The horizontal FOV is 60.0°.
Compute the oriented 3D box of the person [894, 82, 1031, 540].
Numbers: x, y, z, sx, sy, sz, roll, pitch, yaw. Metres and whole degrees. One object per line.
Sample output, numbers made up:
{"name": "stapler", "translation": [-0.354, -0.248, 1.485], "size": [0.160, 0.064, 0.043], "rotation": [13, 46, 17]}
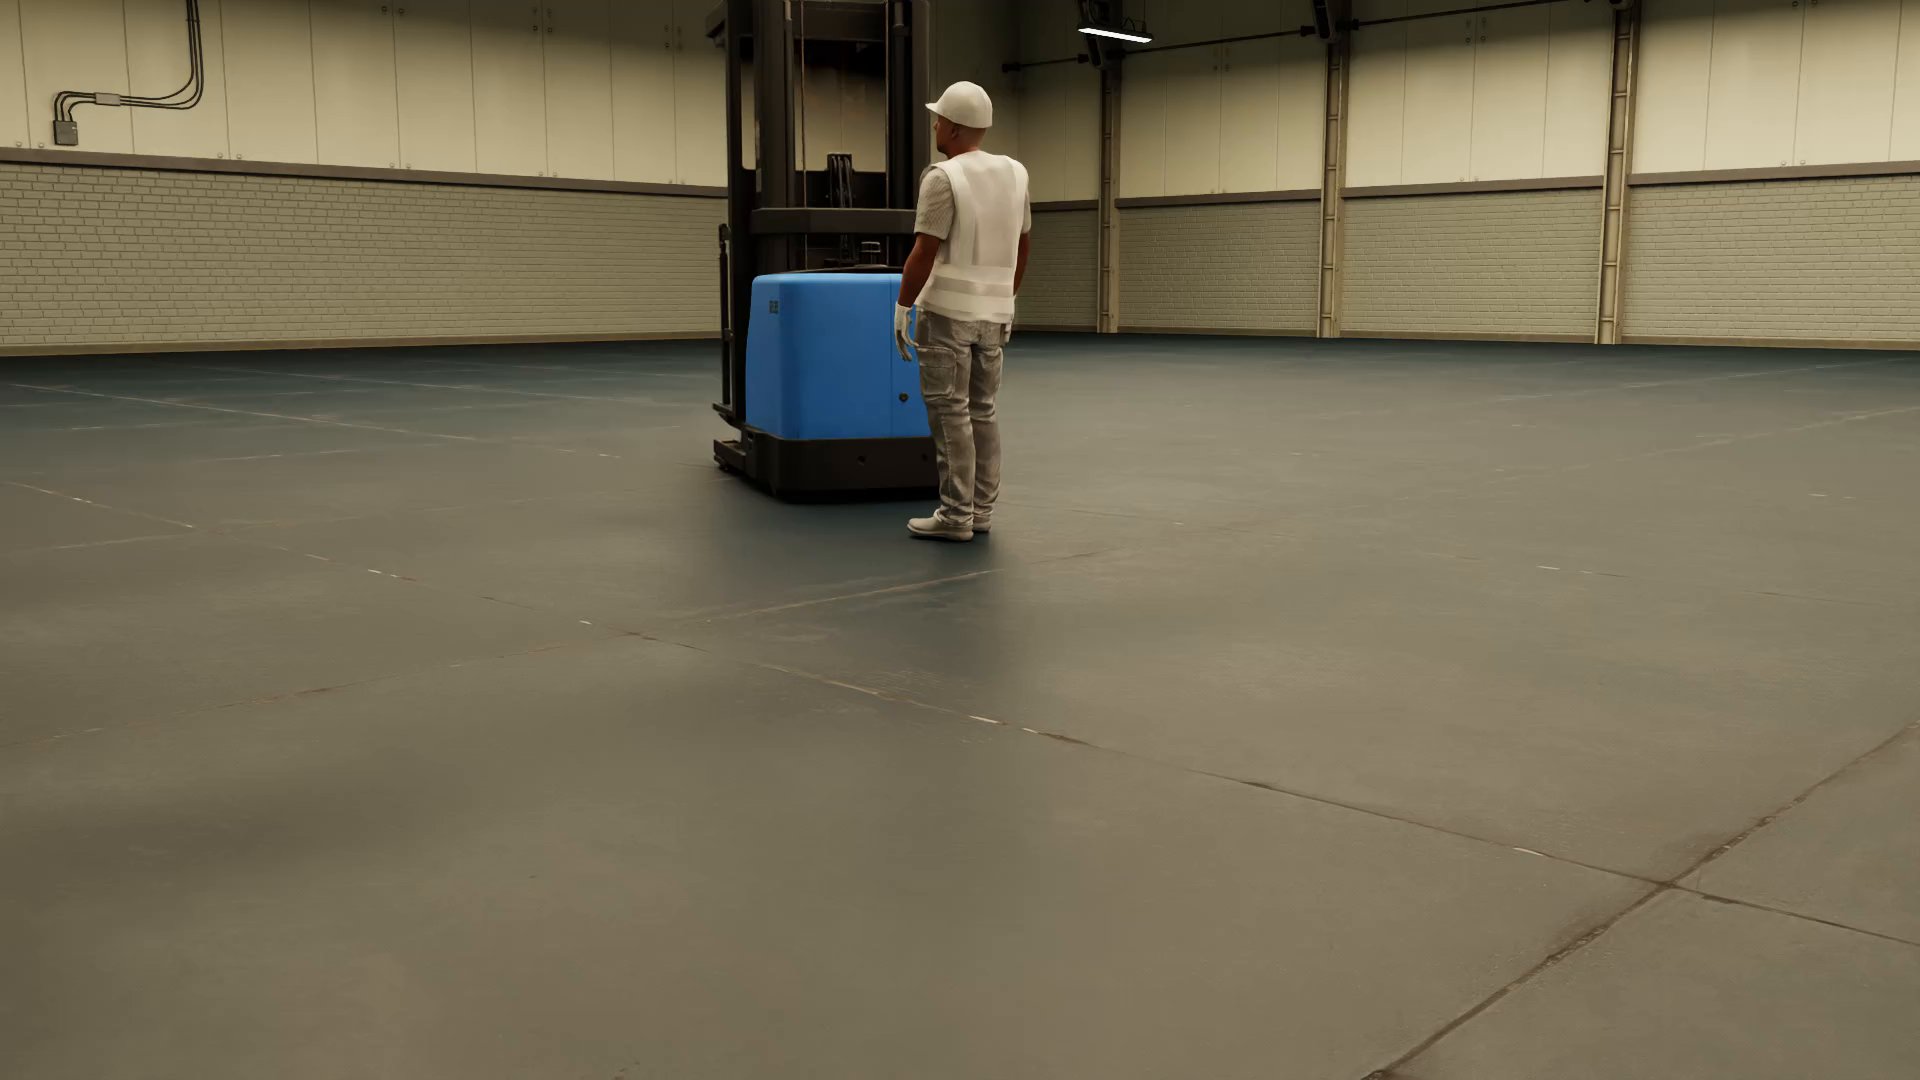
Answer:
{"name": "person", "translation": [-0.047, -0.897, 6.639], "size": [0.575, 1.784, 0.656], "rotation": [8, 12, 43]}

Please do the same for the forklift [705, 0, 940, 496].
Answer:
{"name": "forklift", "translation": [-0.764, -1.841, 9.098], "size": [1.130, 2.935, 3.031], "rotation": [-3, 9, -17]}
